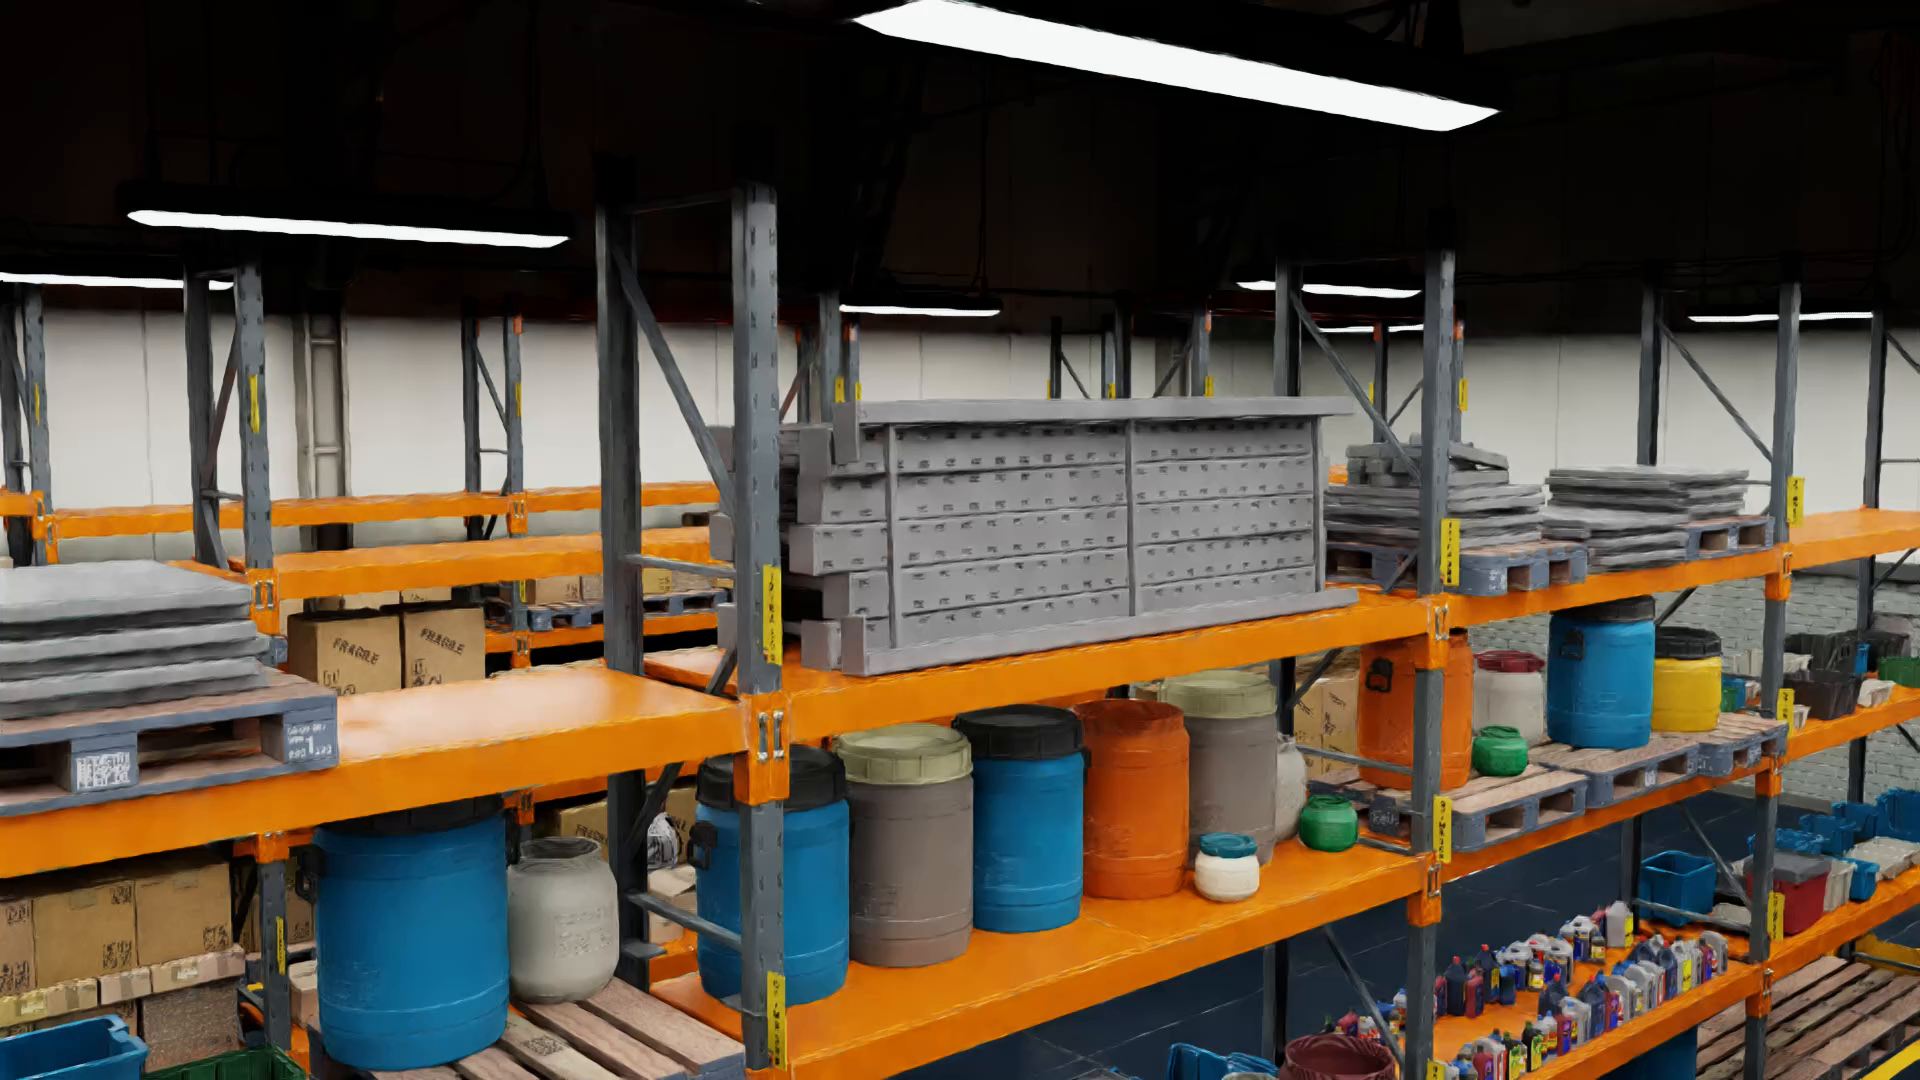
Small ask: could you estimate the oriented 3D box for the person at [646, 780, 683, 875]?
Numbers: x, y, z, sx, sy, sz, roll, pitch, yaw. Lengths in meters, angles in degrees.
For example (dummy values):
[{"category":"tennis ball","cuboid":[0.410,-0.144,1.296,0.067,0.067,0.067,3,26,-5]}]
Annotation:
[{"category":"person","cuboid":[-2.595,2.926,14.270,0.492,1.768,0.628,2,6,20]}]
